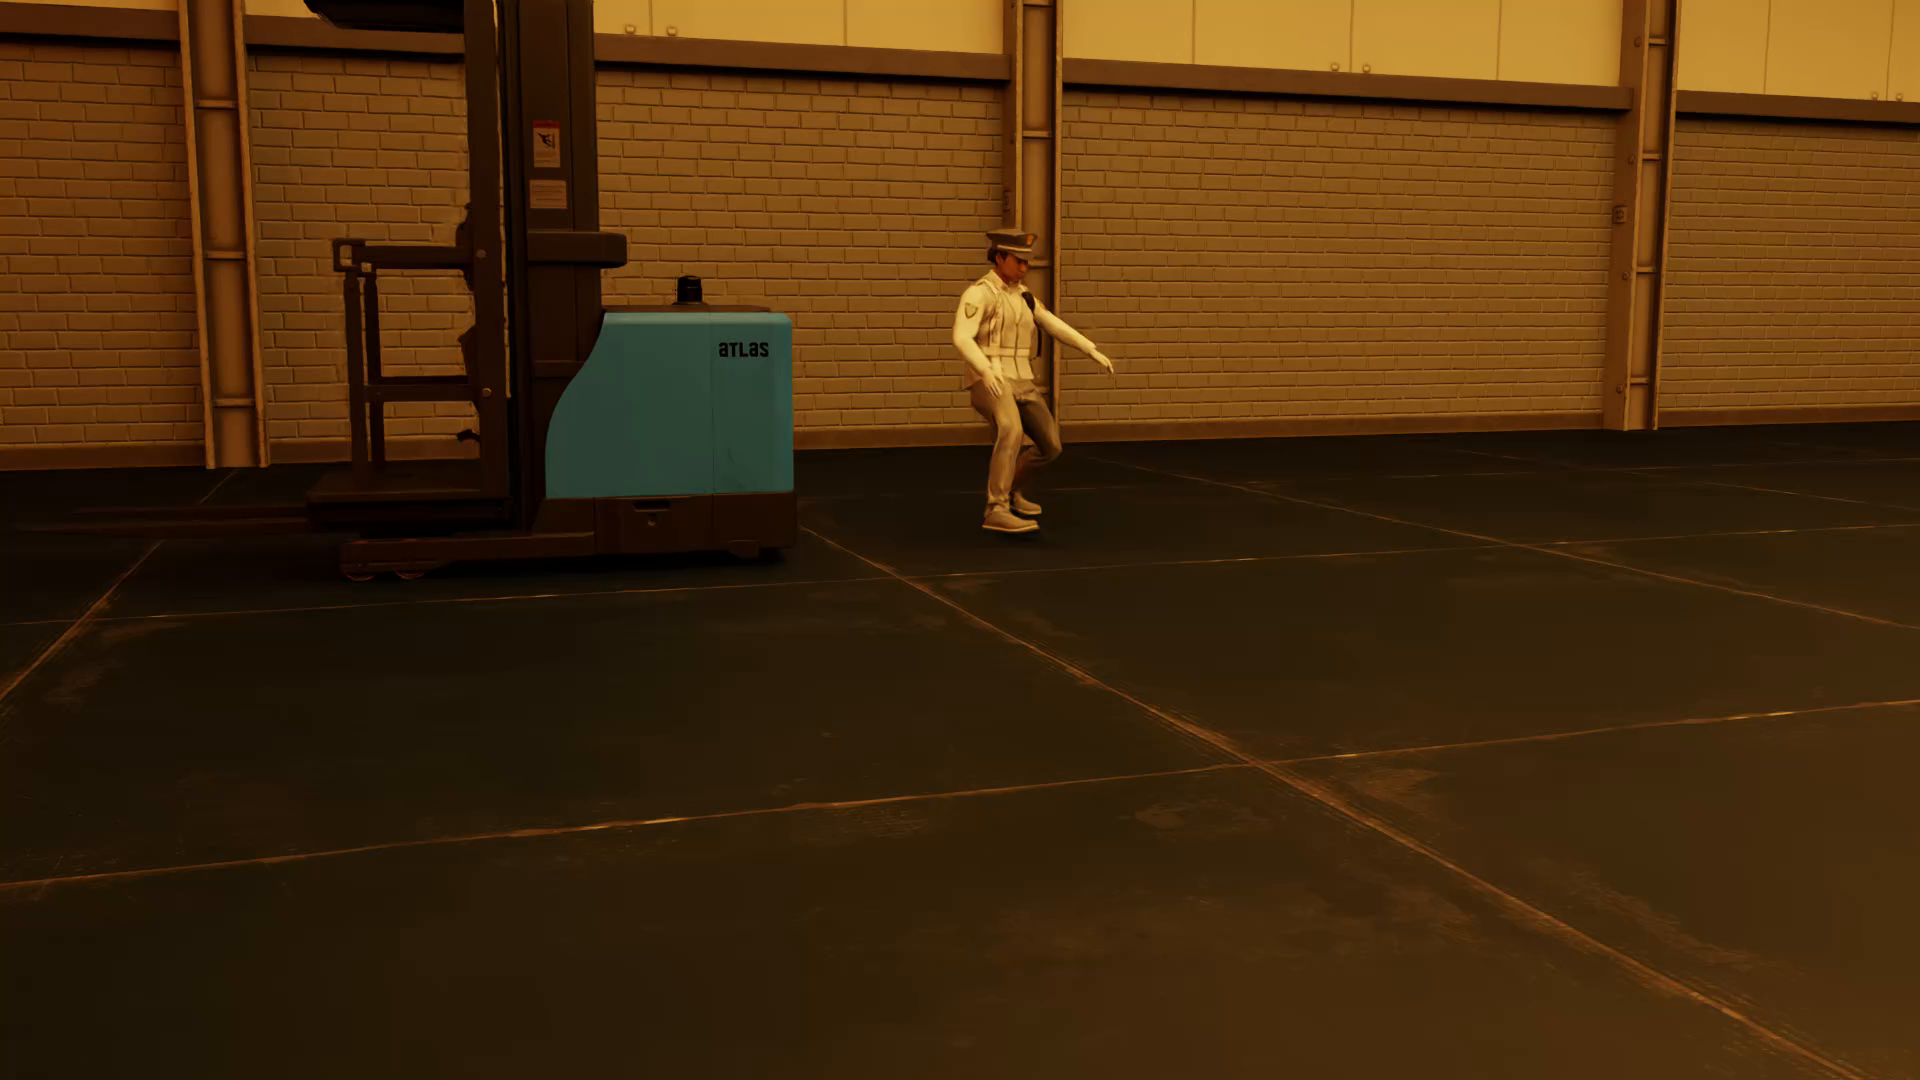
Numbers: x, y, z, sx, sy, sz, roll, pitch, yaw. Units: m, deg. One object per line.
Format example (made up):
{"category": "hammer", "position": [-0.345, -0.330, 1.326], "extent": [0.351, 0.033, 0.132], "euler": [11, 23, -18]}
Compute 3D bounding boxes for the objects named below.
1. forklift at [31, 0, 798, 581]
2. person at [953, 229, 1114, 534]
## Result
{"category": "forklift", "position": [-2.283, -1.365, 7.084], "extent": [3.031, 2.935, 1.130], "euler": [-2, 8, -15]}
{"category": "person", "position": [0.303, -0.810, 8.372], "extent": [0.865, 1.493, 0.927], "euler": [8, 11, 44]}
